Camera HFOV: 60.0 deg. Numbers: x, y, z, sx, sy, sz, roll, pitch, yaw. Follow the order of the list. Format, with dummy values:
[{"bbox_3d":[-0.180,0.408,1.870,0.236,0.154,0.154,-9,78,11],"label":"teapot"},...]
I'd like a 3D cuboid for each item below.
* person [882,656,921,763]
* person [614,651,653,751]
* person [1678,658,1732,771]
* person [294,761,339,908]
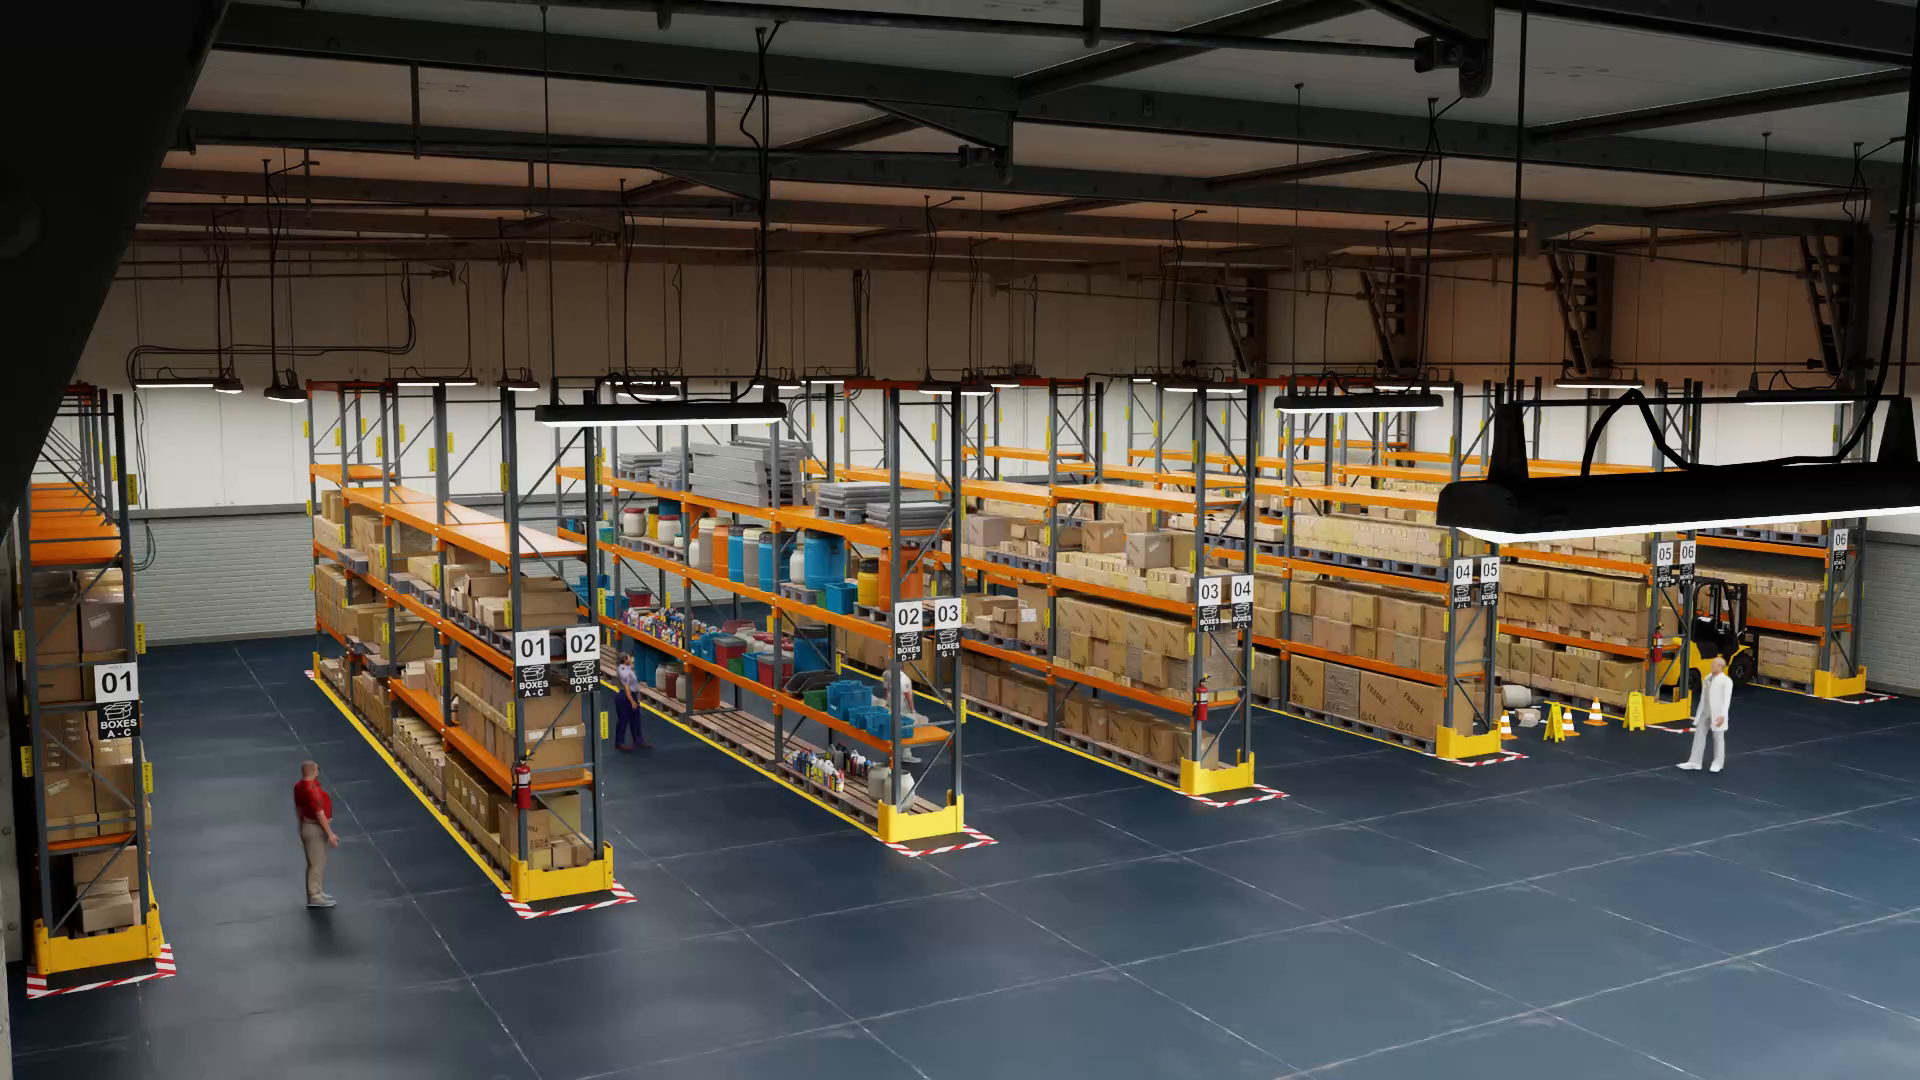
[{"bbox_3d":[-0.942,2.655,26.462,0.537,1.760,0.618,-3,7,-27],"label":"person"},{"bbox_3d":[-5.383,2.633,27.237,0.576,1.640,0.505,1,6,6],"label":"person"},{"bbox_3d":[11.617,2.710,25.773,0.698,1.773,0.595,-5,8,-38],"label":"person"},{"bbox_3d":[-7.518,3.437,19.447,0.451,1.774,0.618,-3,7,-25],"label":"person"}]
